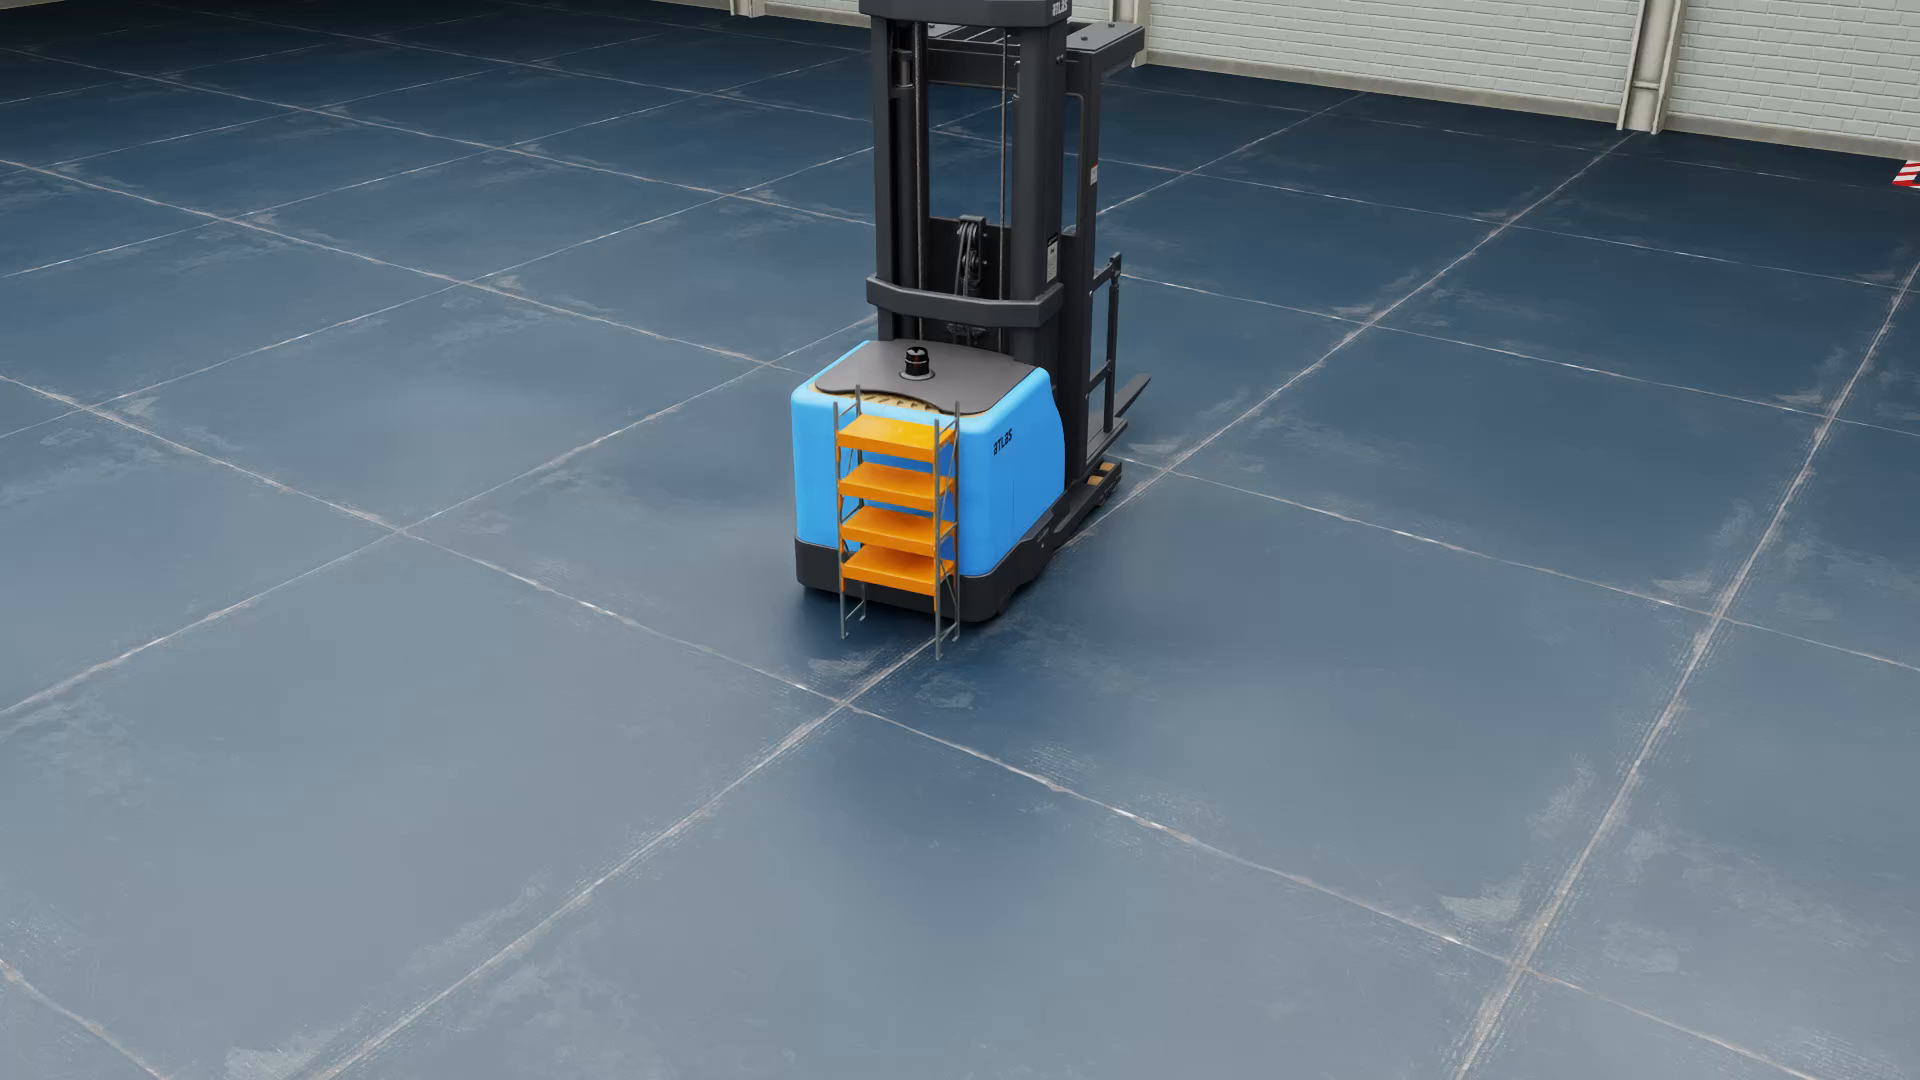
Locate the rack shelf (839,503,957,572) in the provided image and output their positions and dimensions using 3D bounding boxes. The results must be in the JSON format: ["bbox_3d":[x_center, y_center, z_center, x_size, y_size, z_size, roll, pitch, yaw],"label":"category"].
[{"bbox_3d":[-0.280,-0.014,7.603,0.480,0.148,0.258,11,29,21],"label":"rack shelf"}]

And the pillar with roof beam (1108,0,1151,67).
[{"bbox_3d":[-0.425,-8.148,14.839,0.400,9.000,9.100,17,32,30],"label":"pillar with roof beam"}]

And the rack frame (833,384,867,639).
[{"bbox_3d":[-0.504,-0.118,7.659,0.015,1.200,0.240,11,29,21],"label":"rack frame"}]

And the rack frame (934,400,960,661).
[{"bbox_3d":[-0.056,-0.030,7.485,0.015,1.200,0.240,11,29,21],"label":"rack frame"}]

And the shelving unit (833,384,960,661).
[{"bbox_3d":[-0.280,-0.074,7.572,0.503,1.200,0.258,11,29,21],"label":"shelving unit"}]

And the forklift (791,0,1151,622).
[{"bbox_3d":[0.254,-1.564,8.592,1.130,2.935,3.031,11,29,21],"label":"forklift"}]

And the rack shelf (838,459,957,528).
[{"bbox_3d":[-0.280,-0.214,7.502,0.480,0.148,0.258,11,29,21],"label":"rack shelf"}]

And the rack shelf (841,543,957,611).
[{"bbox_3d":[-0.280,0.163,7.692,0.480,0.148,0.258,11,29,21],"label":"rack shelf"}]

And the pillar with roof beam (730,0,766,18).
[{"bbox_3d":[-5.370,-9.688,17.866,0.400,9.000,9.100,17,32,30],"label":"pillar with roof beam"}]

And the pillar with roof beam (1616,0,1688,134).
[{"bbox_3d":[4.521,-6.607,11.811,0.400,9.000,9.100,17,32,30],"label":"pillar with roof beam"}]

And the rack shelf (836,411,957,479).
[{"bbox_3d":[-0.280,-0.425,7.395,0.480,0.148,0.258,11,29,21],"label":"rack shelf"}]
